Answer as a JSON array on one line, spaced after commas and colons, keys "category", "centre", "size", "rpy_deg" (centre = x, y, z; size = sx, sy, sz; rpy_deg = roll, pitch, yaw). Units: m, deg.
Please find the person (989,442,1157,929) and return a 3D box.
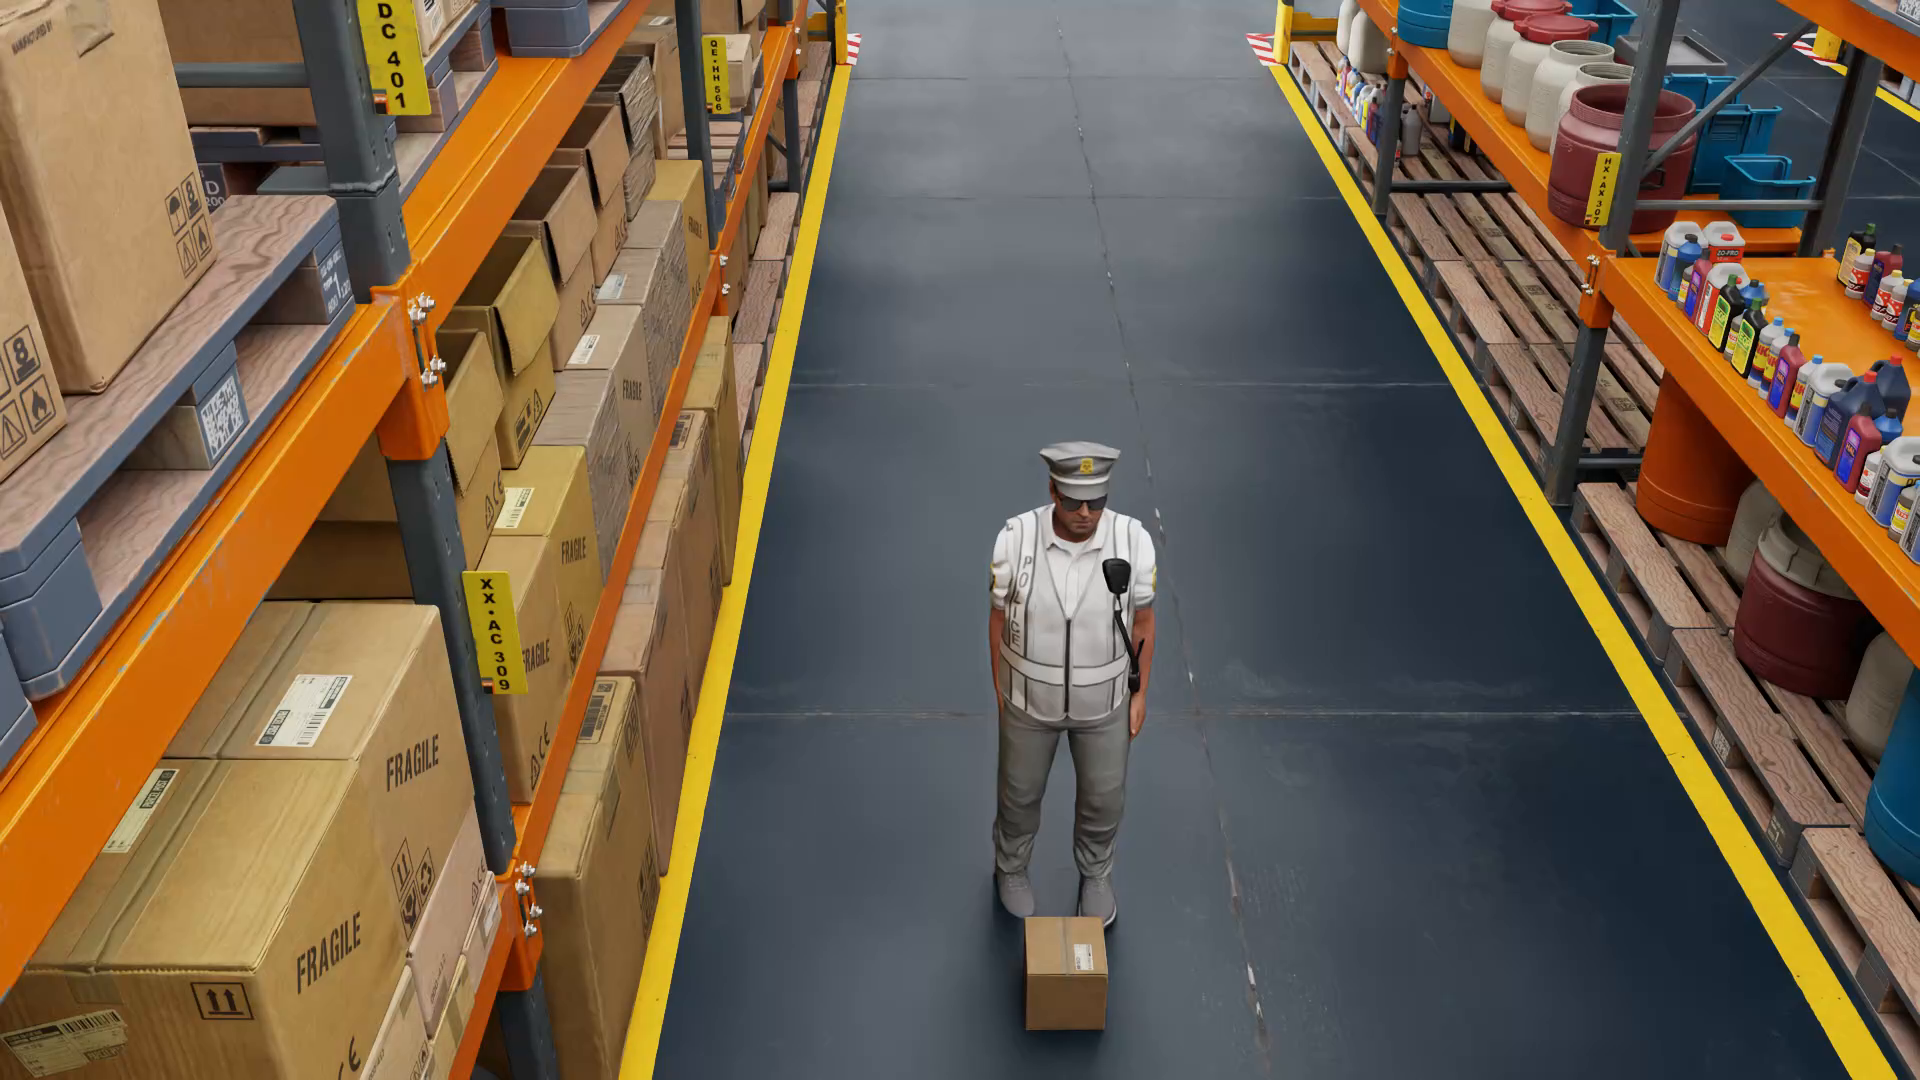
[{"category": "person", "centre": [0.354, 0.495, 5.341], "size": [0.528, 1.799, 0.391], "rpy_deg": [1, 31, 1]}]
